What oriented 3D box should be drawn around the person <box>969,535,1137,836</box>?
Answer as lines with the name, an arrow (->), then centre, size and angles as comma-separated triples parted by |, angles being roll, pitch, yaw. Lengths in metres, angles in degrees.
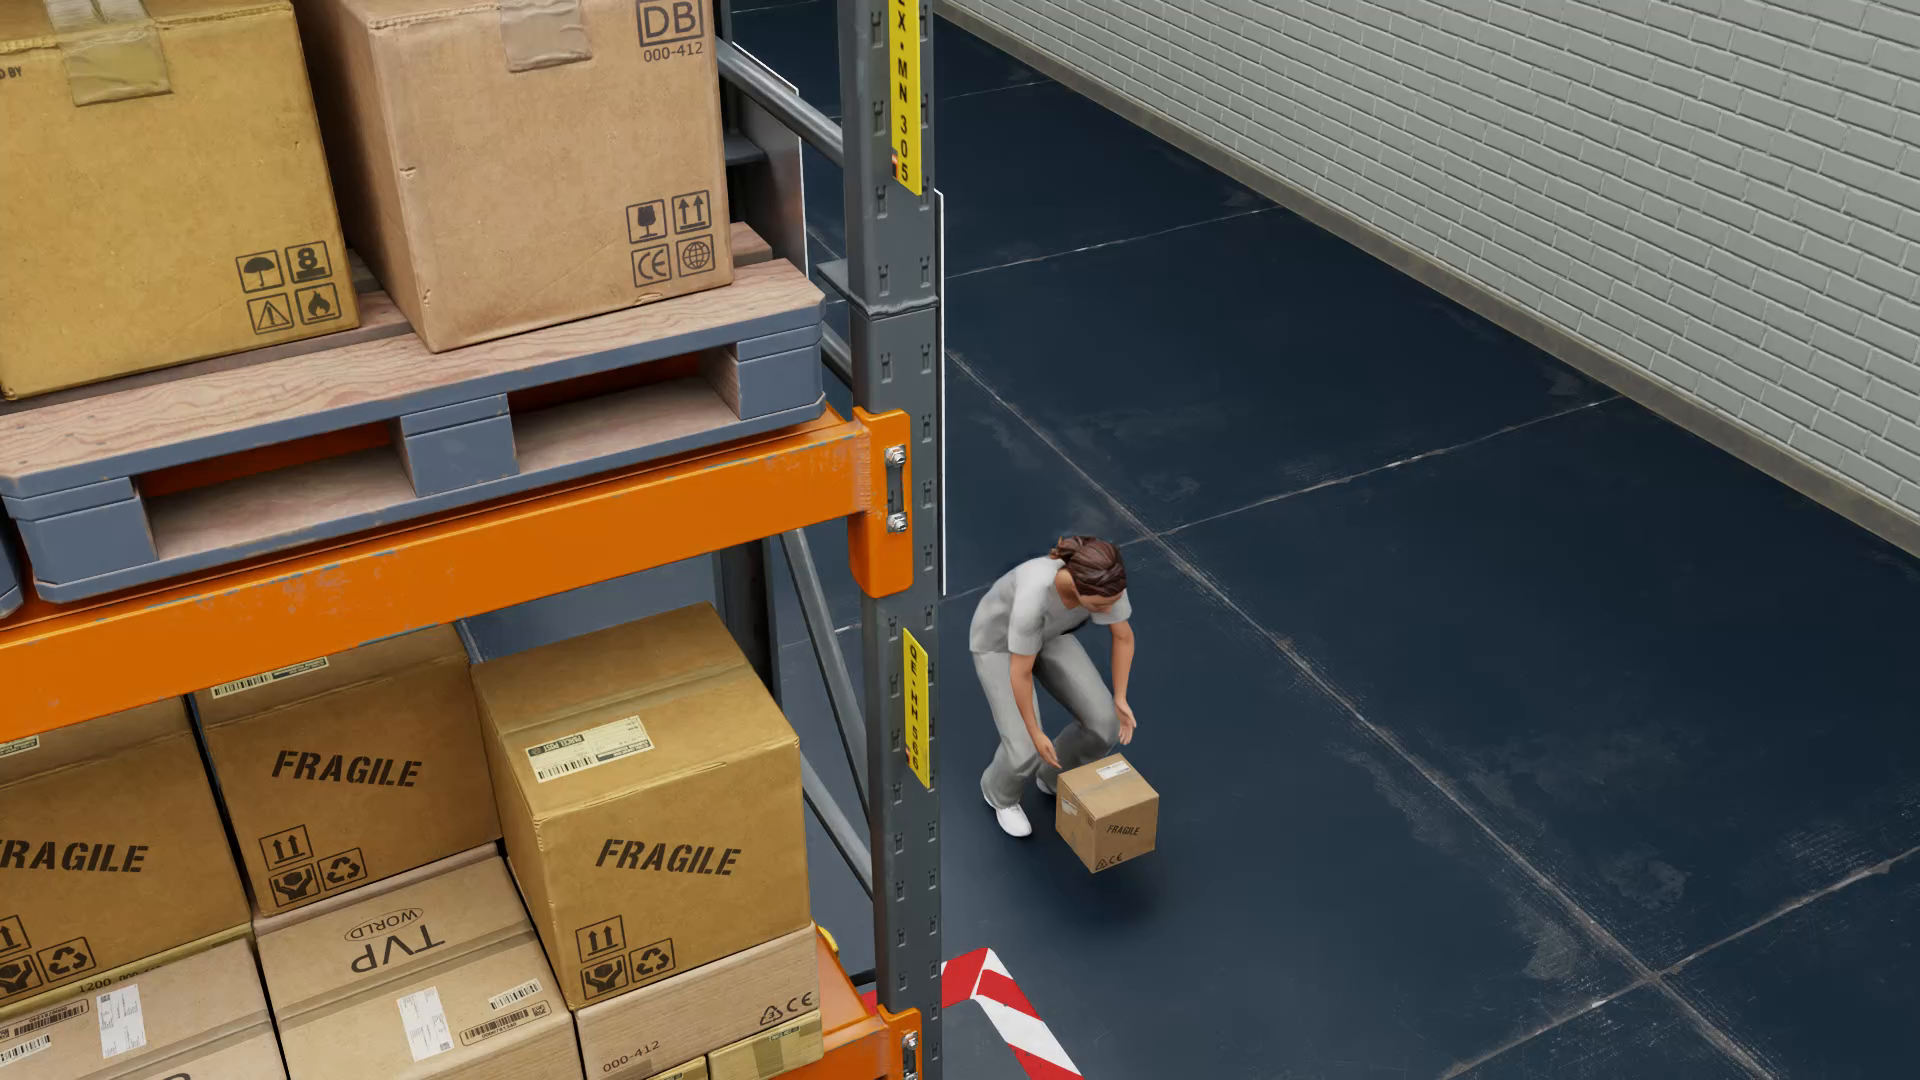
person -> 0.334, 0.454, 5.787 | 0.492, 1.306, 0.678 | -16, 36, -23
